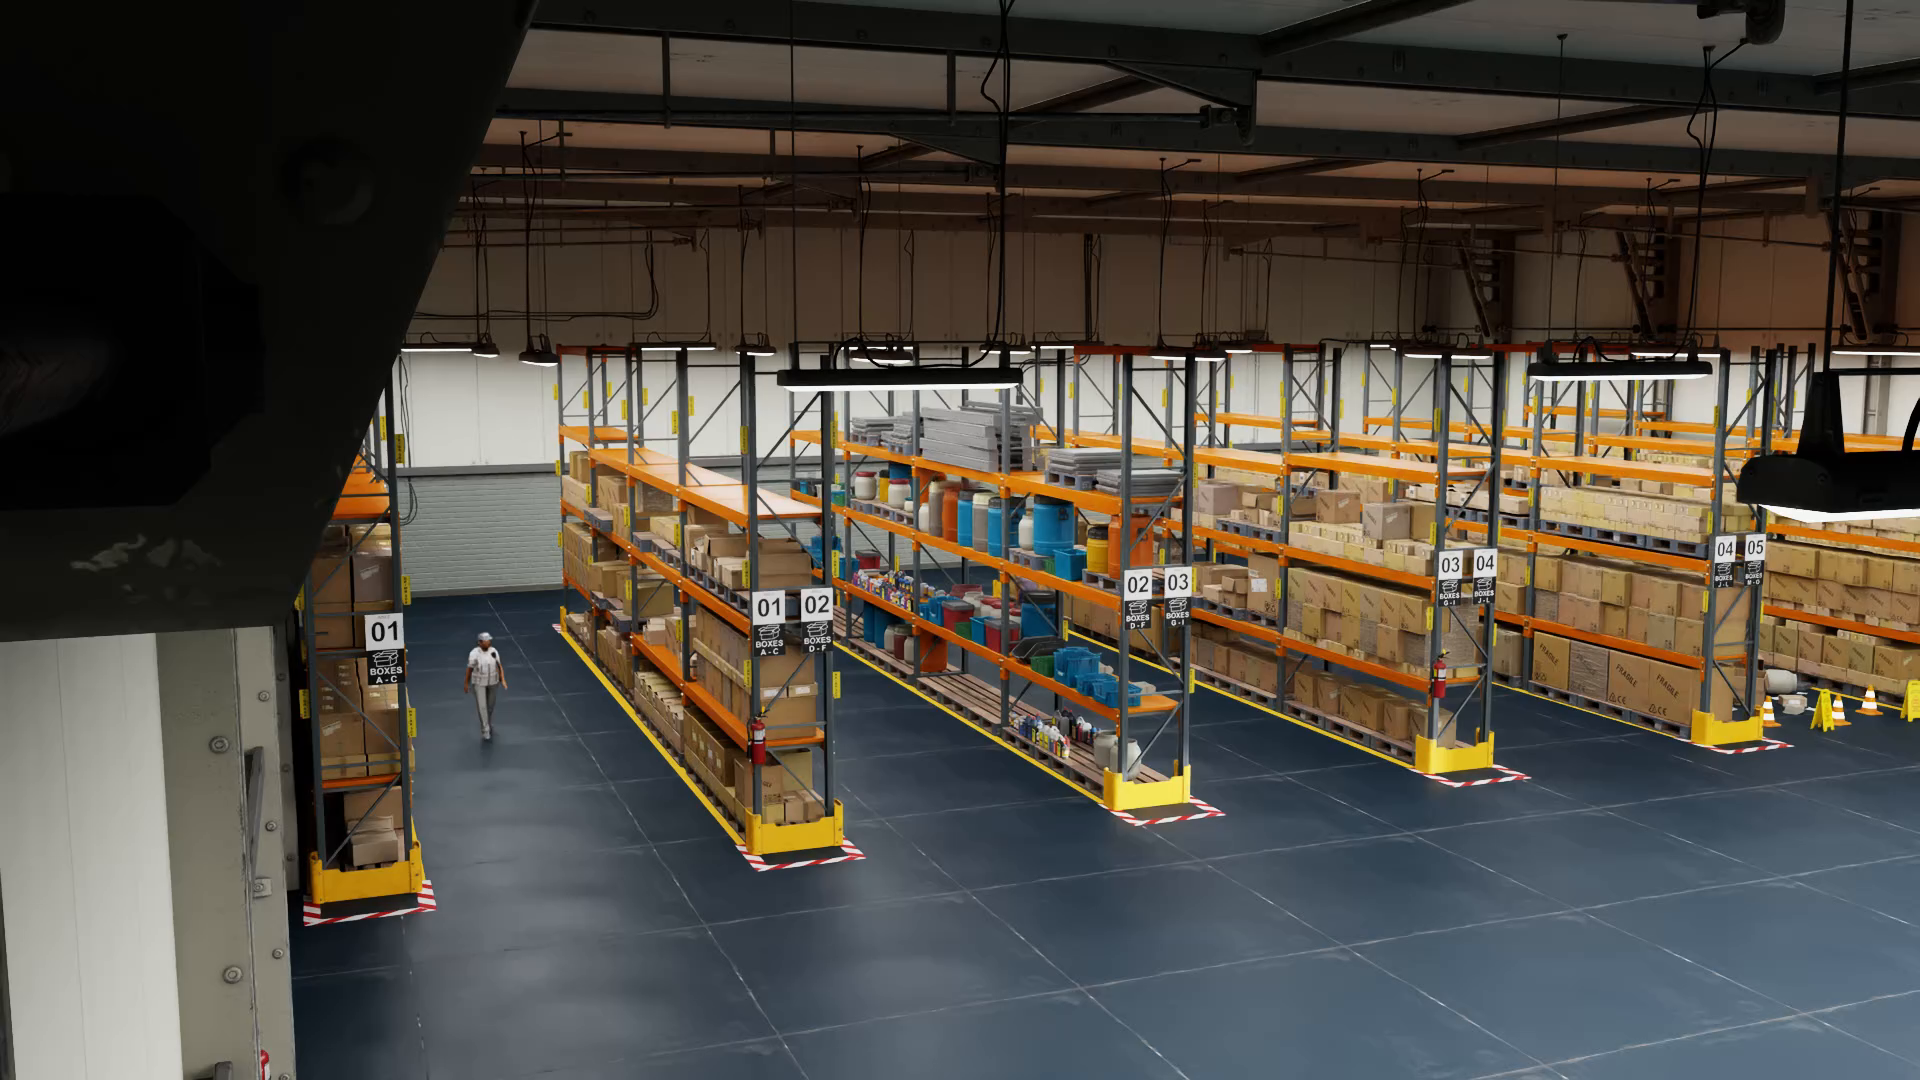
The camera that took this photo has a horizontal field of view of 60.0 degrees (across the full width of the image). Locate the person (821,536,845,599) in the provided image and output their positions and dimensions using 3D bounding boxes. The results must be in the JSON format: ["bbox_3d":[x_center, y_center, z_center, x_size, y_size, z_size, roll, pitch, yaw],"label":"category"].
[{"bbox_3d":[-3.025,0.479,39.143,0.596,1.719,1.140,-6,9,-37],"label":"person"}]

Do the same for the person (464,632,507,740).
[{"bbox_3d":[-7.403,2.231,25.931,0.589,1.600,1.052,-4,8,-30],"label":"person"}]

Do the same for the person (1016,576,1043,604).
[{"bbox_3d":[1.449,1.165,34.429,0.493,1.574,1.022,-3,8,-22],"label":"person"}]
